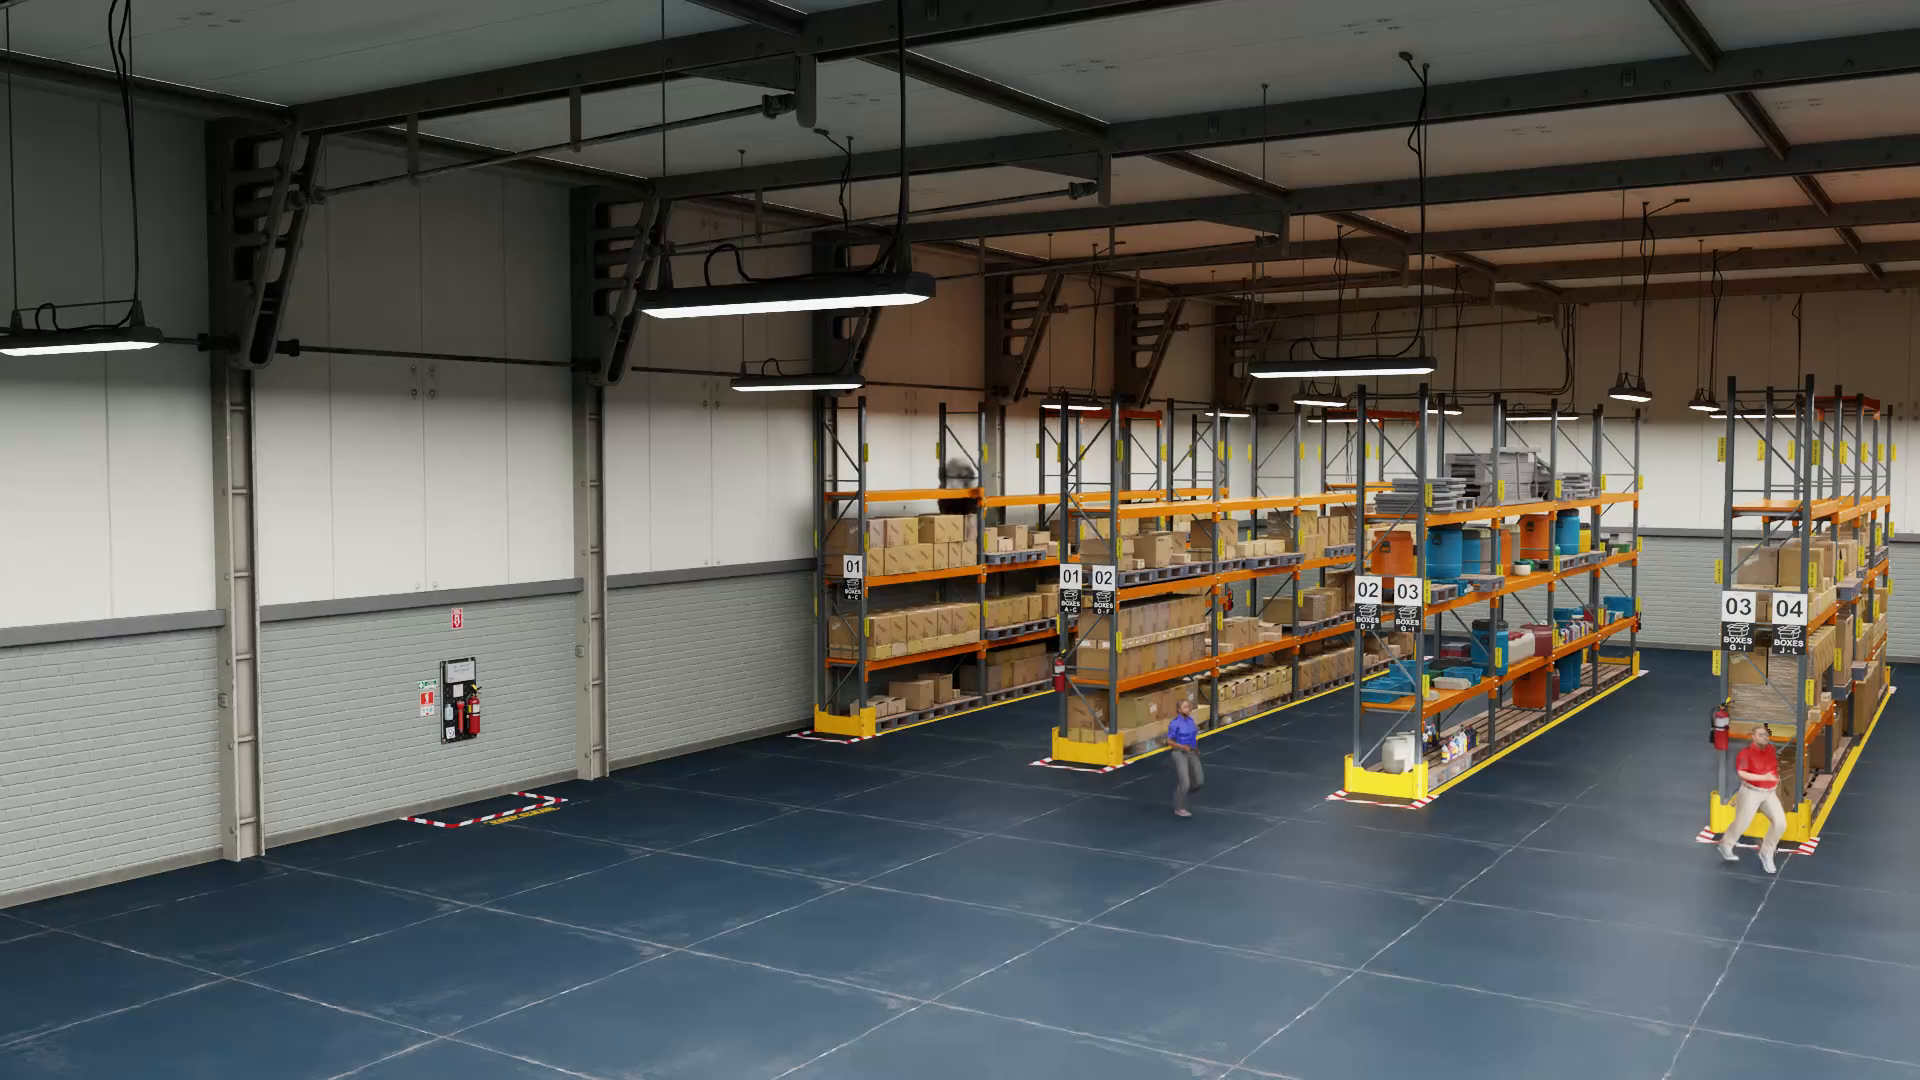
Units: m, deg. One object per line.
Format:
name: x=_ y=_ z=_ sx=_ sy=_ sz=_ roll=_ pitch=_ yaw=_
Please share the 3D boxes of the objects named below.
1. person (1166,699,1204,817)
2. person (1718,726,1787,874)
person: x=3.123 y=3.037 z=22.832 sx=0.570 sy=1.522 sz=0.531 roll=-2 pitch=4 yaw=-33
person: x=9.581 y=3.104 z=19.980 sx=0.675 sy=1.775 sz=0.907 roll=-1 pitch=3 yaw=-12
